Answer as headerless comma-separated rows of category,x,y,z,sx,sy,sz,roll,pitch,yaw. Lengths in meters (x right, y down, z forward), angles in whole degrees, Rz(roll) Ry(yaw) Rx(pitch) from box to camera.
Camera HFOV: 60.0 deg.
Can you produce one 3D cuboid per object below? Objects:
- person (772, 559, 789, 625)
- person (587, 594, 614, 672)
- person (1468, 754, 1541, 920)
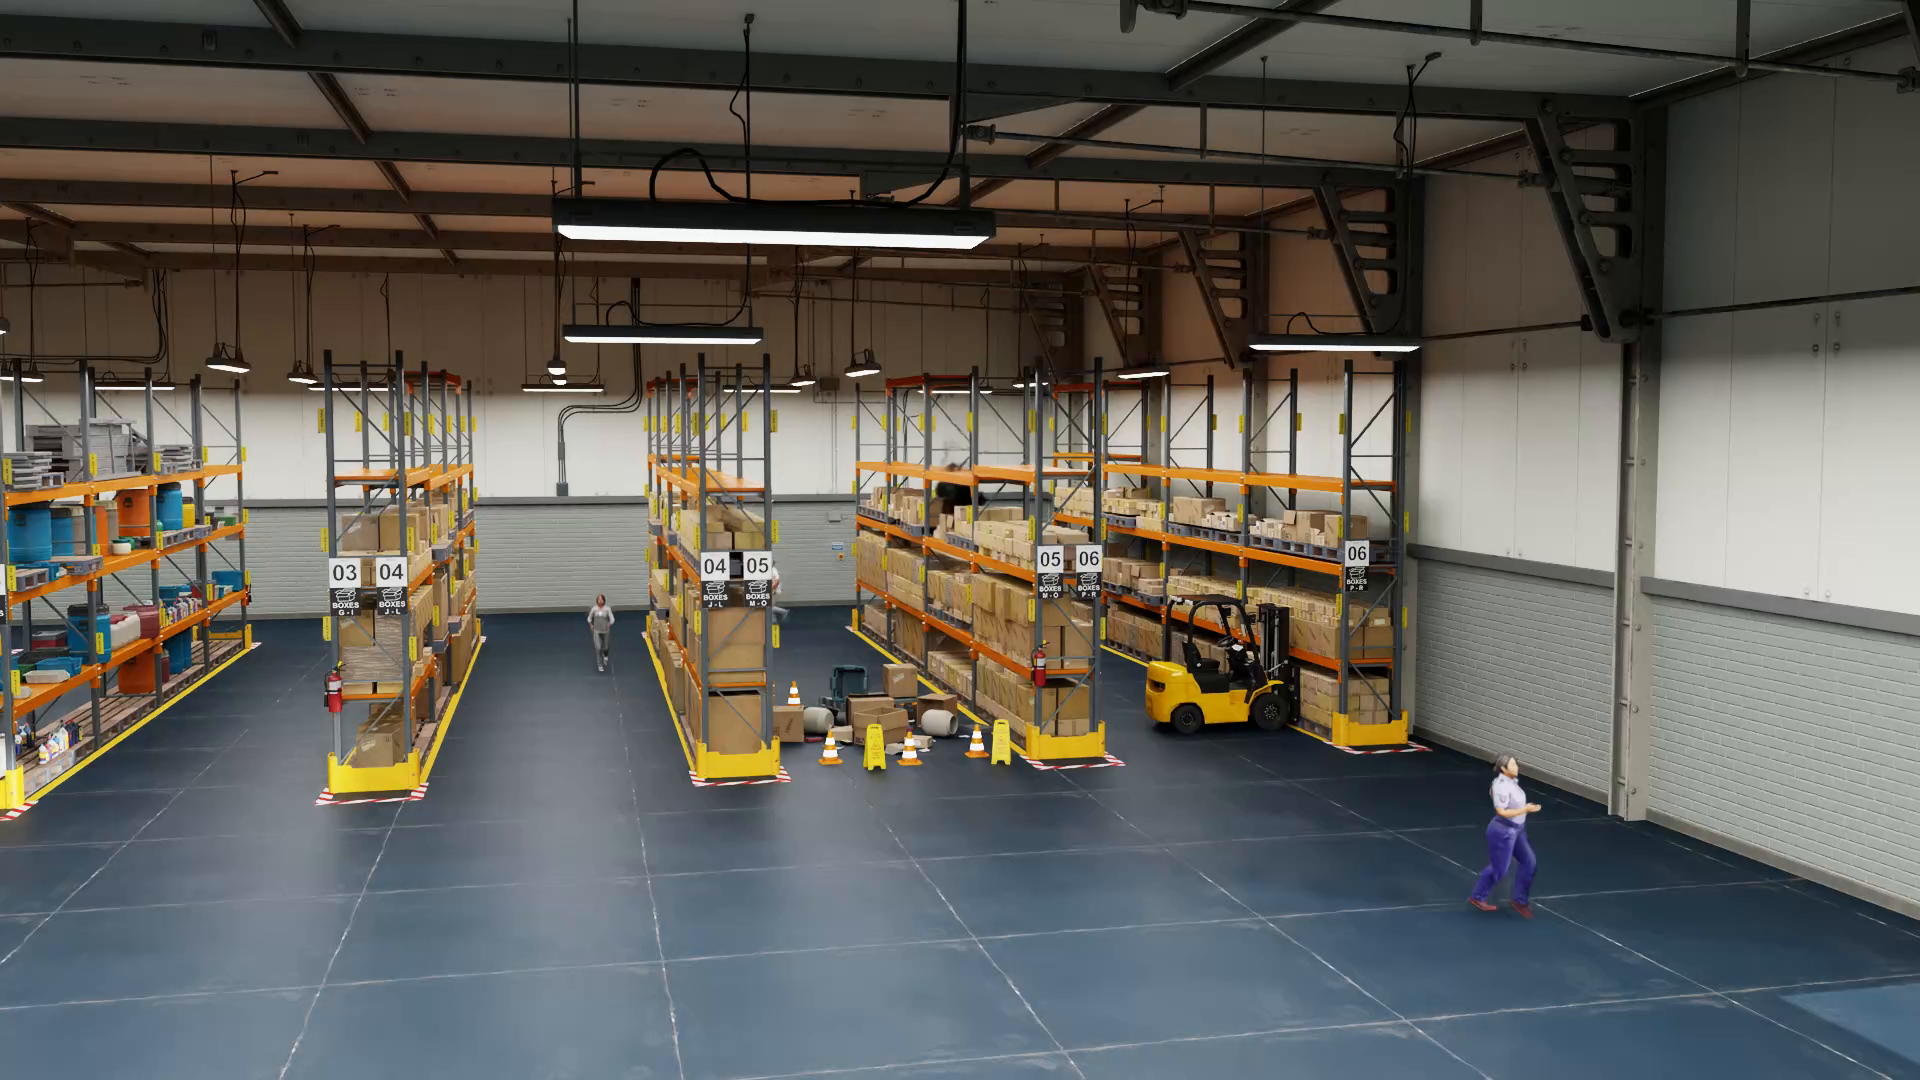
person,-4.586,1.290,41.168,0.627,1.724,0.645,-1,4,-13
person,-7.298,1.877,33.773,0.538,1.549,0.608,-1,4,-11
person,5.539,3.020,16.857,0.708,1.692,0.585,3,5,37
